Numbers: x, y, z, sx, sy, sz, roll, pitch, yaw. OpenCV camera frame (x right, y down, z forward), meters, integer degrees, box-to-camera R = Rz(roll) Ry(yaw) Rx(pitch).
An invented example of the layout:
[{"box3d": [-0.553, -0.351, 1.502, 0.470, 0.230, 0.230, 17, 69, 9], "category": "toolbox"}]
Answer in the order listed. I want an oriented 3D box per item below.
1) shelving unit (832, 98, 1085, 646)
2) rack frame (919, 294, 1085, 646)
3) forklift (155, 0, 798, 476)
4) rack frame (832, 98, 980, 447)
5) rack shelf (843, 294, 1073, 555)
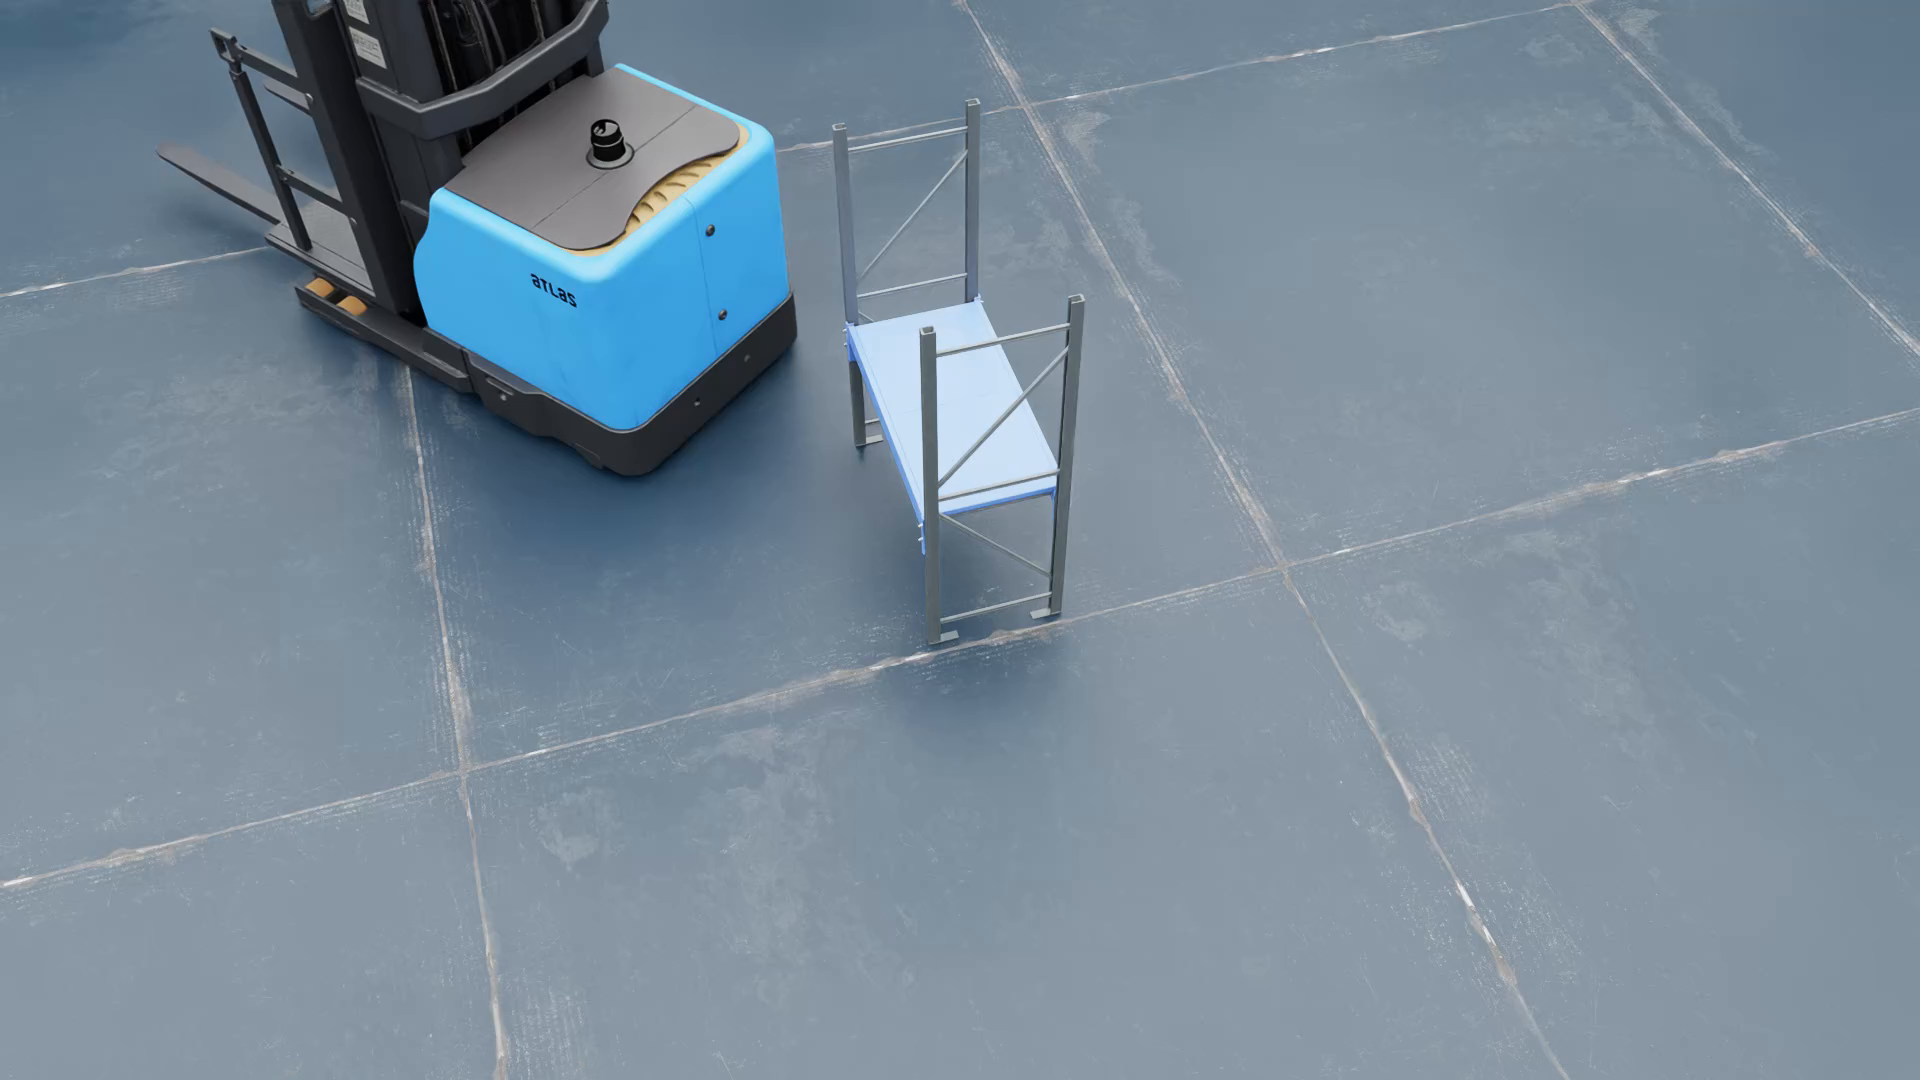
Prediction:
[{"box3d": [-0.025, -0.546, 5.729, 0.538, 1.500, 1.048, -13, 51, -11], "category": "shelving unit"}, {"box3d": [0.125, -0.174, 5.416, 0.500, 1.500, 0.032, -13, 51, -11], "category": "rack frame"}, {"box3d": [-2.172, -2.102, 6.105, 3.031, 2.935, 1.130, 28, 55, 22], "category": "forklift"}, {"box3d": [-0.176, -0.917, 6.042, 0.500, 1.500, 0.032, -13, 51, -11], "category": "rack frame"}, {"box3d": [-0.025, -0.430, 5.867, 0.538, 0.185, 1.000, -13, 51, -11], "category": "rack shelf"}]
